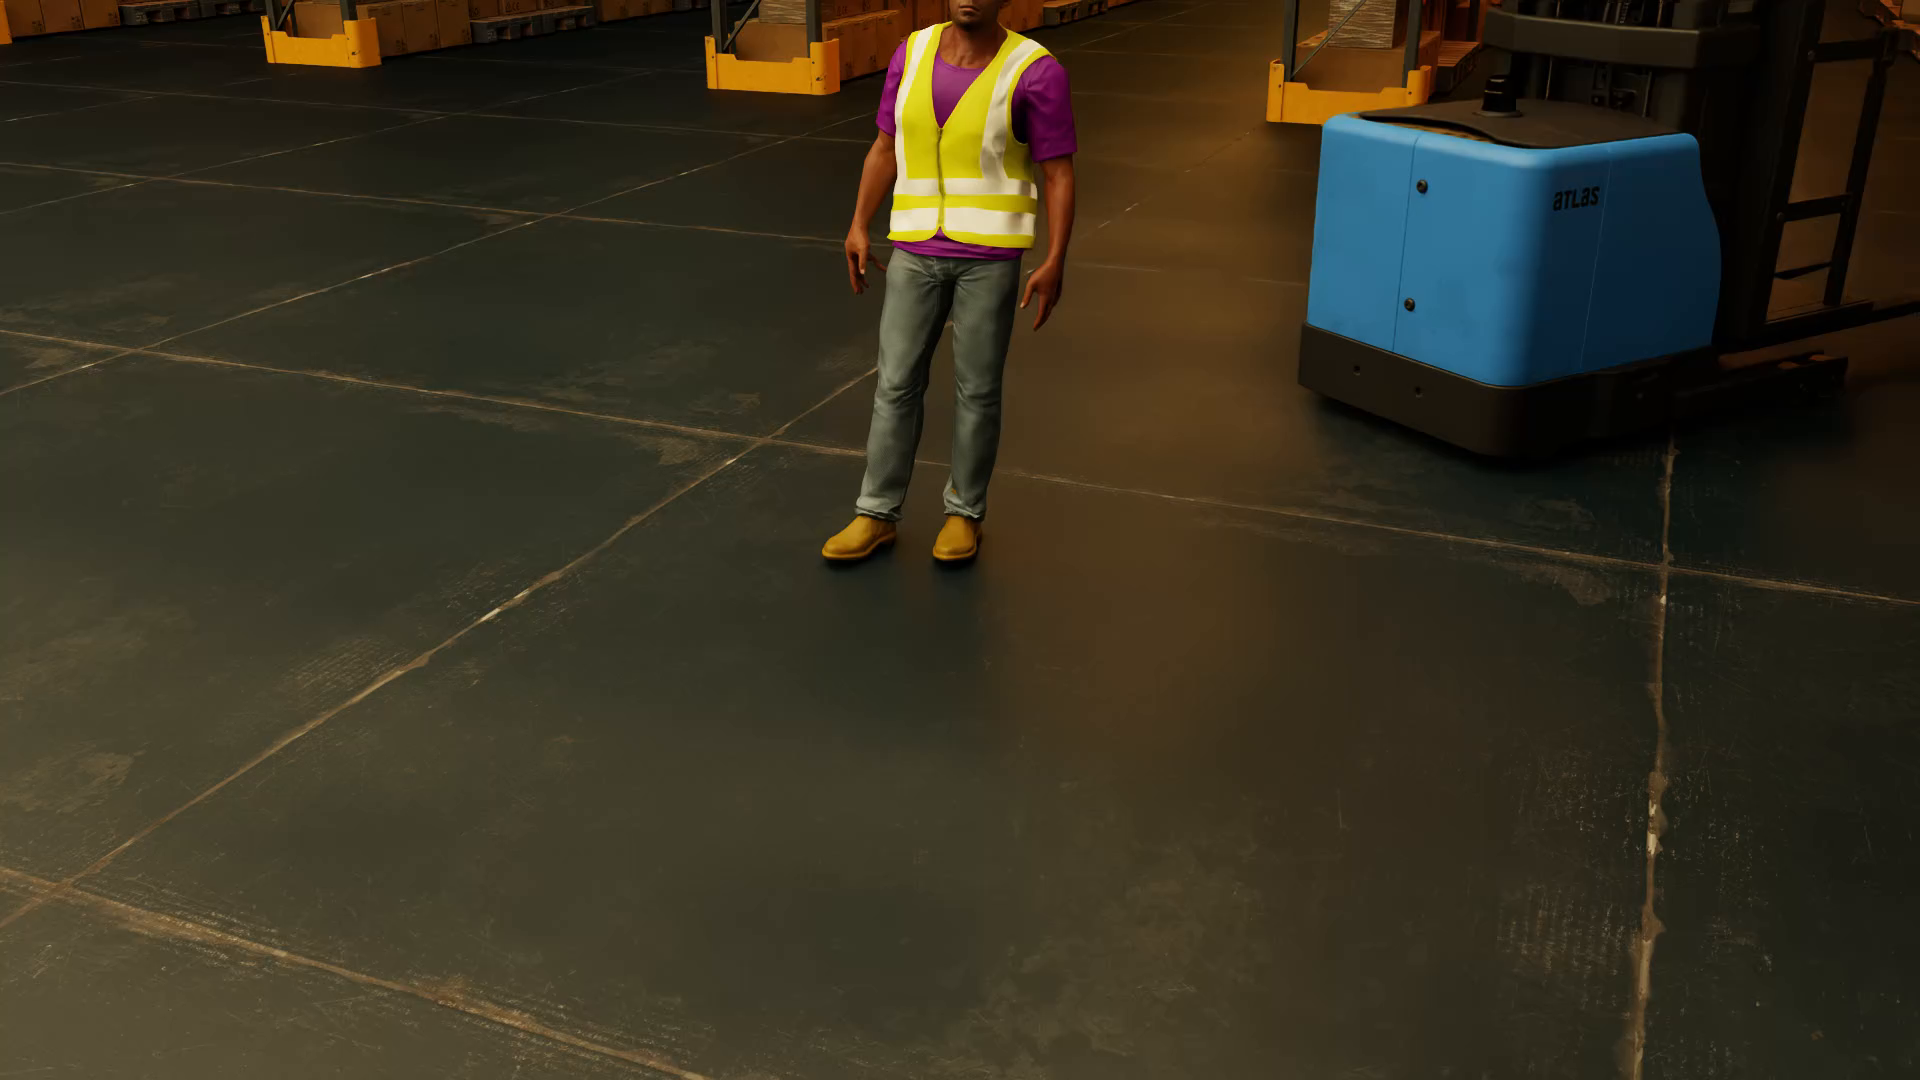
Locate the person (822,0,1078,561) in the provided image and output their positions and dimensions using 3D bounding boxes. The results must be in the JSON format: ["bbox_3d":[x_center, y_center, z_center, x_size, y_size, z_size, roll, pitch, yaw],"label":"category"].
[{"bbox_3d":[-0.032,-0.798,4.692,0.665,1.766,0.576,9,24,21],"label":"person"}]

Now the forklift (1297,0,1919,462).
[{"bbox_3d":[2.816,-2.022,6.130,3.031,2.935,1.130,-13,26,-28],"label":"forklift"}]
